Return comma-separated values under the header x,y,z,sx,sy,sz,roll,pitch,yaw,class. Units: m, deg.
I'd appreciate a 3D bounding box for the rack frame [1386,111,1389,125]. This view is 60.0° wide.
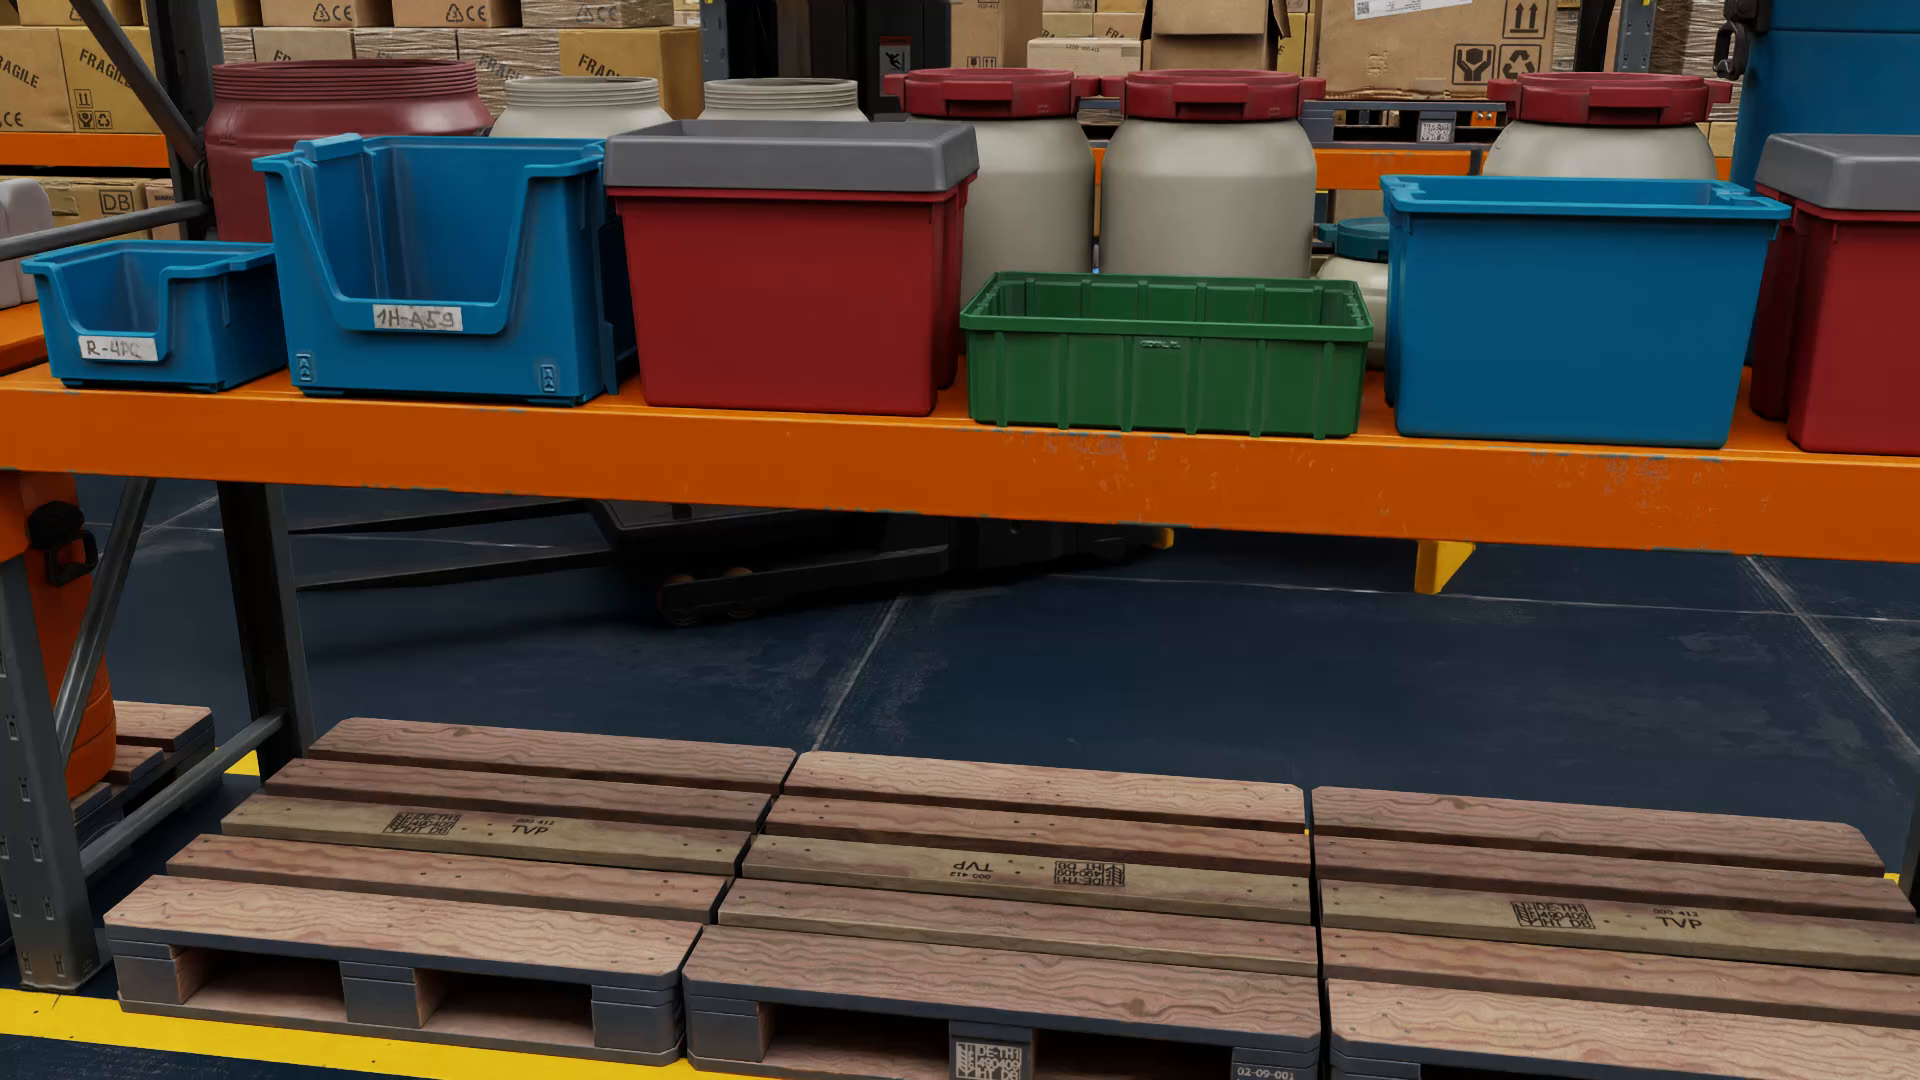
x,y,z,sx,sy,sz,roll,pitch,yaw,class
4.481,-5.088,16.783,0.127,3.000,1.000,3,19,9,rack frame

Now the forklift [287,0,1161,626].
x,y,z,sx,sy,sz,roll,pitch,yaw,class
-0.833,-1.297,5.561,3.031,2.935,1.130,-7,20,-20,forklift

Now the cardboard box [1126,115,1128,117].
x,y,z,sx,sy,sz,roll,pitch,yaw,class
2.575,-5.852,22.146,0.625,0.625,0.875,4,19,10,cardboard box

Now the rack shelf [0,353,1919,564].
x,y,z,sx,sy,sz,roll,pitch,yaw,class
0.149,-0.191,3.282,4.000,0.370,1.077,3,19,9,rack shelf

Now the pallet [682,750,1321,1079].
x,y,z,sx,sy,sz,roll,pitch,yaw,class
0.134,0.802,3.572,1.213,0.211,1.003,3,19,9,pallet

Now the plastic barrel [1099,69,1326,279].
x,y,z,sx,sy,sz,roll,pitch,yaw,class
0.489,-0.650,3.305,0.433,0.535,0.433,0,18,0,plastic barrel

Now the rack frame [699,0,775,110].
x,y,z,sx,sy,sz,roll,pitch,yaw,class
-1.040,-2.185,8.106,0.127,3.000,1.000,3,19,9,rack frame

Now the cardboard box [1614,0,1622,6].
x,y,z,sx,sy,sz,roll,pitch,yaw,class
4.716,-4.095,11.877,0.550,0.550,0.875,3,19,9,cardboard box

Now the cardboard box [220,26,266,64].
x,y,z,sx,sy,sz,roll,pitch,yaw,class
-3.585,-2.282,8.238,0.500,0.500,0.500,2,19,7,cardboard box

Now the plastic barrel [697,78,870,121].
x,y,z,sx,sy,sz,roll,pitch,yaw,class
-0.361,-0.680,3.433,0.421,0.512,0.421,0,18,0,plastic barrel

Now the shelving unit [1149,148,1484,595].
x,y,z,sx,sy,sz,roll,pitch,yaw,class
1.317,-0.685,5.986,1.083,1.500,0.587,10,21,28,shelving unit

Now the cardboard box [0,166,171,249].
x,y,z,sx,sy,sz,roll,pitch,yaw,class
-4.355,-1.552,8.901,0.875,0.875,1.225,3,19,9,cardboard box

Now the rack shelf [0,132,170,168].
x,y,z,sx,sy,sz,roll,pitch,yaw,class
-3.015,-1.944,8.521,4.000,0.370,1.077,3,19,9,rack shelf

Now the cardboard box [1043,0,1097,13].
x,y,z,sx,sy,sz,roll,pitch,yaw,class
0.787,-4.205,12.409,0.500,0.500,0.700,3,19,8,cardboard box

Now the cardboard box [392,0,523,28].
x,y,z,sx,sy,sz,roll,pitch,yaw,class
-2.403,-2.784,8.157,0.637,0.503,0.797,3,19,10,cardboard box

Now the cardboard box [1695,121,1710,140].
x,y,z,sx,sy,sz,roll,pitch,yaw,class
3.074,-1.759,7.230,0.250,0.149,0.380,3,19,9,cardboard box

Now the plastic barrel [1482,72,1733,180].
x,y,z,sx,sy,sz,roll,pitch,yaw,class
1.214,-0.613,3.194,0.433,0.535,0.433,0,18,0,plastic barrel

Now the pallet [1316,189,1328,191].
x,y,z,sx,sy,sz,roll,pitch,yaw,class
3.712,-3.805,17.341,1.213,0.211,1.003,3,19,9,pallet

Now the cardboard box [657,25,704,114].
x,y,z,sx,sy,sz,roll,pitch,yaw,class
-1.477,-2.342,8.418,0.500,0.500,0.500,3,19,10,cardboard box

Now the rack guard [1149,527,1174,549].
x,y,z,sx,sy,sz,roll,pitch,yaw,class
0.884,-0.170,6.418,0.087,0.250,0.587,10,21,28,rack guard

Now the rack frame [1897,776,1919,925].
x,y,z,sx,sy,sz,roll,pitch,yaw,class
2.123,-0.432,2.867,0.127,3.000,1.000,3,19,9,rack frame

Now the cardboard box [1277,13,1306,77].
x,y,z,sx,sy,sz,roll,pitch,yaw,class
2.240,-3.573,12.098,0.500,0.500,0.500,3,19,9,cardboard box

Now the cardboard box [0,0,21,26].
x,y,z,sx,sy,sz,roll,pitch,yaw,class
-5.422,-2.916,8.877,0.500,0.500,0.500,3,19,9,cardboard box

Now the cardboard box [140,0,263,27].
x,y,z,sx,sy,sz,roll,pitch,yaw,class
-3.682,-2.842,8.330,0.637,0.503,0.797,3,19,9,cardboard box

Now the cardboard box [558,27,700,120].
x,y,z,sx,sy,sz,roll,pitch,yaw,class
-1.567,-2.180,7.932,0.500,0.500,0.500,4,19,10,cardboard box

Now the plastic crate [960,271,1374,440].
x,y,z,sx,sy,sz,roll,pitch,yaw,class
0.359,-0.331,2.898,0.662,0.188,0.450,3,19,9,plastic crate

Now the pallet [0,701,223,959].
x,y,z,sx,sy,sz,roll,pitch,yaw,class
-2.611,0.662,3.990,1.213,0.211,1.003,3,19,9,pallet

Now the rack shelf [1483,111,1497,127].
x,y,z,sx,sy,sz,roll,pitch,yaw,class
5.770,-3.091,11.947,4.000,0.370,1.077,3,19,9,rack shelf

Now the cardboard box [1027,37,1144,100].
x,y,z,sx,sy,sz,roll,pitch,yaw,class
0.578,-2.157,7.596,0.500,0.250,0.500,2,19,7,cardboard box

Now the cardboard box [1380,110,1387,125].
x,y,z,sx,sy,sz,roll,pitch,yaw,class
5.690,-5.411,21.418,0.500,0.250,0.500,3,19,9,cardboard box

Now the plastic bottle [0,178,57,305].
x,y,z,sx,sy,sz,roll,pitch,yaw,class
-2.202,-0.697,3.856,0.135,0.276,0.152,3,19,9,plastic bottle

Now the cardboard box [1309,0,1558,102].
x,y,z,sx,sy,sz,roll,pitch,yaw,class
2.147,-2.551,7.593,1.000,1.000,1.000,3,19,9,cardboard box

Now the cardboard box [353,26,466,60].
x,y,z,sx,sy,sz,roll,pitch,yaw,class
-2.571,-2.232,8.088,0.500,0.500,0.500,2,19,7,cardboard box

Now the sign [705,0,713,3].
x,y,z,sx,sy,sz,roll,pitch,yaw,class
-1.125,-2.560,7.402,0.005,0.325,0.100,3,19,9,sign

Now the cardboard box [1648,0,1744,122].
x,y,z,sx,sy,sz,roll,pitch,yaw,class
3.343,-2.130,7.316,0.500,0.500,0.875,3,19,9,cardboard box

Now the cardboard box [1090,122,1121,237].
x,y,z,sx,sy,sz,roll,pitch,yaw,class
1.297,-2.764,12.721,0.750,0.750,1.050,3,19,9,cardboard box

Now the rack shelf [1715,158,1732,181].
x,y,z,sx,sy,sz,roll,pitch,yaw,class
4.884,-1.542,7.318,4.000,0.370,1.077,3,19,9,rack shelf

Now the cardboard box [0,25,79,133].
x,y,z,sx,sy,sz,roll,pitch,yaw,class
-4.575,-2.332,8.389,0.500,0.500,0.500,3,19,9,cardboard box

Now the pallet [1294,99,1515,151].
x,y,z,sx,sy,sz,roll,pitch,yaw,class
2.177,-1.977,7.786,1.213,0.211,1.003,3,19,9,pallet

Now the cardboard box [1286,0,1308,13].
x,y,z,sx,sy,sz,roll,pitch,yaw,class
2.297,-4.128,12.180,0.500,0.500,0.700,3,19,9,cardboard box

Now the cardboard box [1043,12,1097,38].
x,y,z,sx,sy,sz,roll,pitch,yaw,class
0.749,-3.649,12.325,0.500,0.500,0.500,3,19,8,cardboard box

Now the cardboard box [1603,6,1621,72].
x,y,z,sx,sy,sz,roll,pitch,yaw,class
4.708,-3.568,12.004,0.550,0.550,0.875,3,19,9,cardboard box

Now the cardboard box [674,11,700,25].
x,y,z,sx,sy,sz,roll,pitch,yaw,class
-1.988,-3.901,12.501,0.250,0.149,0.380,3,19,10,cardboard box

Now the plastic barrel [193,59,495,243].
x,y,z,sx,sy,sz,roll,pitch,yaw,class
-1.320,-0.769,3.661,0.708,0.536,0.600,3,19,9,plastic barrel

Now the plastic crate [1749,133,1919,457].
x,y,z,sx,sy,sz,roll,pitch,yaw,class
1.597,-0.391,2.643,0.583,0.464,0.402,3,19,9,plastic crate

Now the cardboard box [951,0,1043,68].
x,y,z,sx,sy,sz,roll,pitch,yaw,class
0.066,-2.420,7.989,0.500,0.500,0.700,6,19,17,cardboard box

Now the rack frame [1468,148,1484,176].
x,y,z,sx,sy,sz,roll,pitch,yaw,class
1.767,-0.604,5.744,0.032,1.500,0.500,10,21,28,rack frame

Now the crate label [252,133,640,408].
x,y,z,sx,sy,sz,roll,pitch,yaw,class
-0.888,-0.515,3.060,0.616,0.435,0.502,3,19,9,crate label

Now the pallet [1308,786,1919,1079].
x,y,z,sx,sy,sz,roll,pitch,yaw,class
1.342,0.863,3.391,1.213,0.211,1.003,3,19,9,pallet

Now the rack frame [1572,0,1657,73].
x,y,z,sx,sy,sz,roll,pitch,yaw,class
2.909,-1.984,7.504,0.127,3.000,1.000,3,19,9,rack frame
